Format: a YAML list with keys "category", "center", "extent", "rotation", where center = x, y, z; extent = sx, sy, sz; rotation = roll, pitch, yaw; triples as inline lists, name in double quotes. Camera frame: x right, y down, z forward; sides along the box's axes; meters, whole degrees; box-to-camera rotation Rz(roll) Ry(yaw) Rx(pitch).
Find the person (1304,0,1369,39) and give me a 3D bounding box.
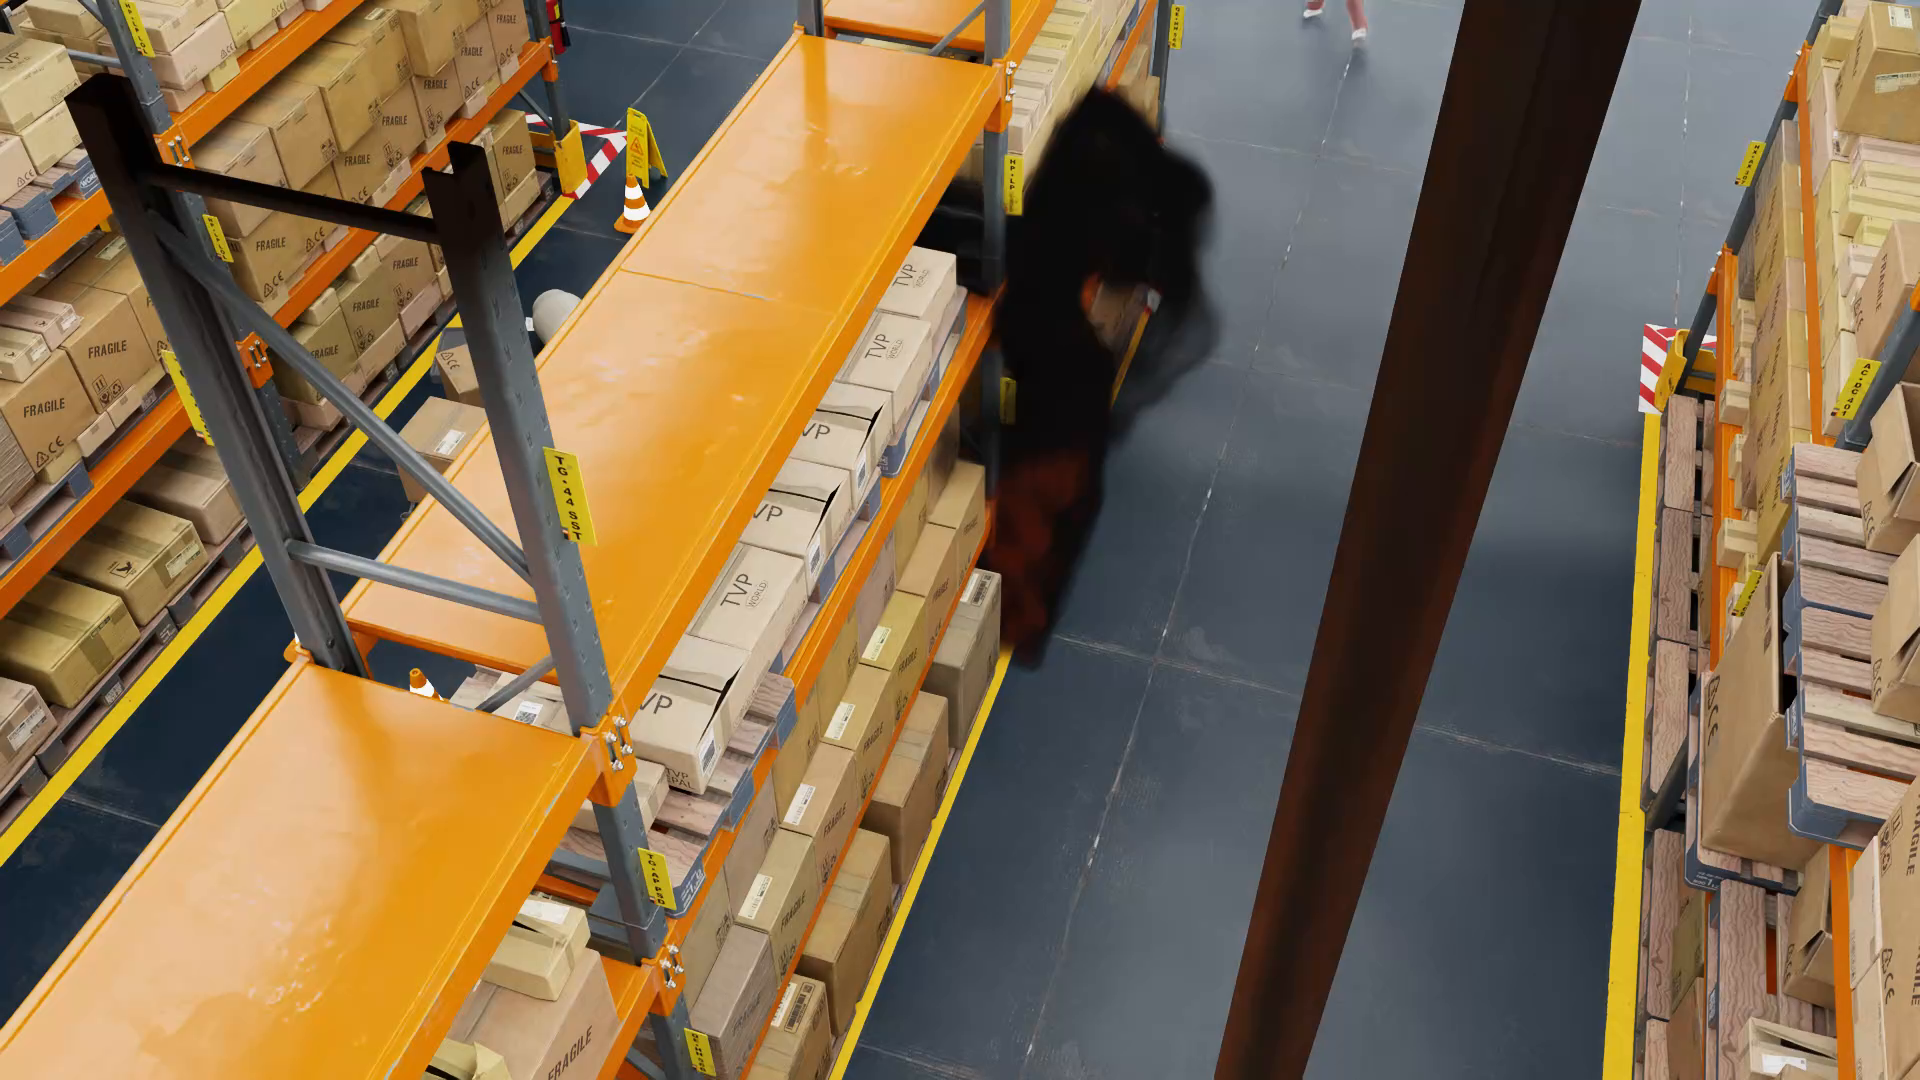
- category: "person"
  center: [3.533, -5.360, 15.293]
  extent: [0.617, 1.627, 0.965]
  rotation: [-20, 49, -19]
